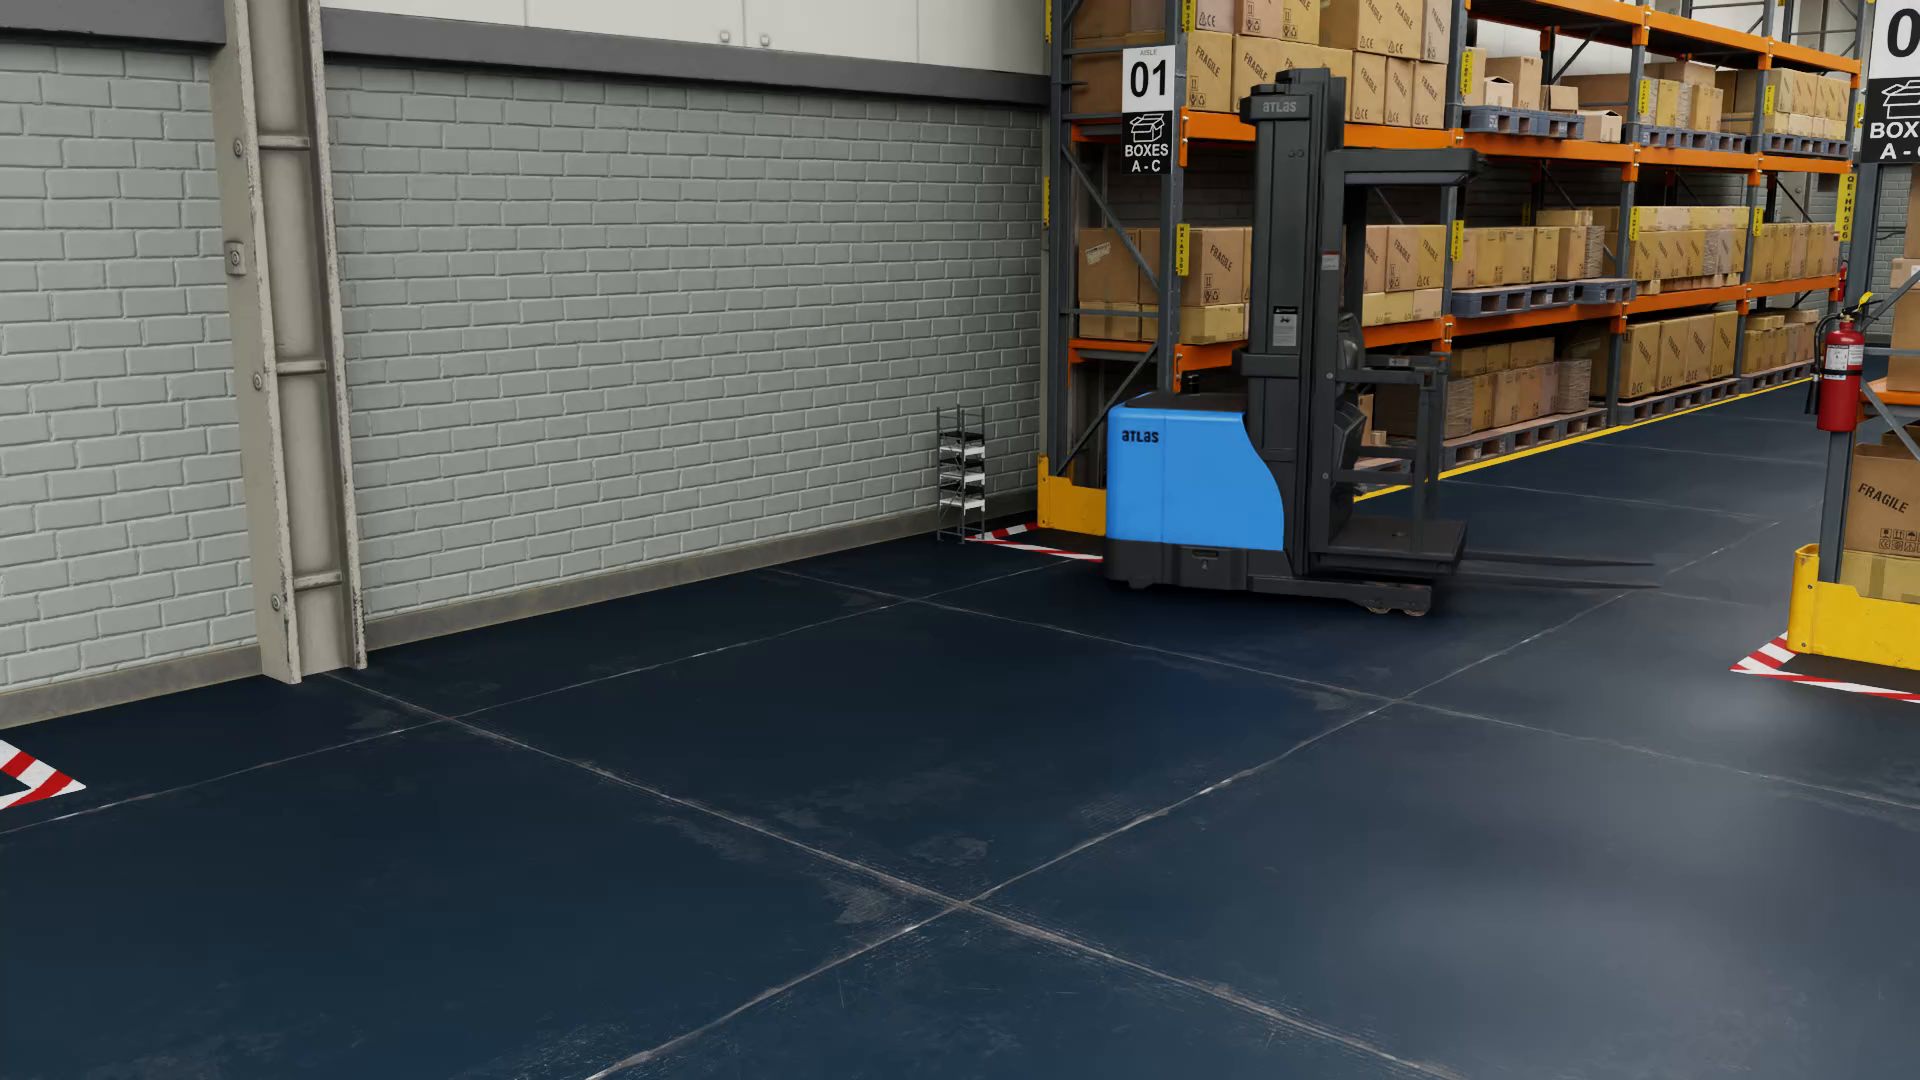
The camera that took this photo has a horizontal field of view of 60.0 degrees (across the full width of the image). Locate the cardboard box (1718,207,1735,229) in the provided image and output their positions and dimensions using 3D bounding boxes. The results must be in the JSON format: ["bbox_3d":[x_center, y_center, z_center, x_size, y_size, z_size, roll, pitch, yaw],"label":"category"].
[{"bbox_3d":[8.478,-3.672,18.956,0.500,0.250,0.500,10,15,42],"label":"cardboard box"}]

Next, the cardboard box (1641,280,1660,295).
[{"bbox_3d":[7.102,-2.656,17.440,0.380,0.149,0.250,10,15,42],"label":"cardboard box"}]

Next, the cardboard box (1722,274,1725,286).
[{"bbox_3d":[8.575,-3.003,19.178,0.380,0.149,0.250,10,15,42],"label":"cardboard box"}]

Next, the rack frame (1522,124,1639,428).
[{"bbox_3d":[6.299,-2.687,17.004,1.000,3.000,0.127,10,15,40],"label":"rack frame"}]

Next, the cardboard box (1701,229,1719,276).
[{"bbox_3d":[8.157,-3.230,18.659,0.500,0.500,0.500,10,15,40],"label":"cardboard box"}]

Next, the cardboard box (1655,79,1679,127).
[{"bbox_3d":[7.261,-4.666,17.875,0.700,0.500,0.500,11,16,43],"label":"cardboard box"}]

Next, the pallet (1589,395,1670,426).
[{"bbox_3d":[6.876,-1.425,17.809,1.003,0.211,1.213,10,15,40],"label":"pallet"}]

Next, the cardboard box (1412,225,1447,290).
[{"bbox_3d":[3.579,-2.293,13.448,0.500,0.500,0.500,10,15,40],"label":"cardboard box"}]

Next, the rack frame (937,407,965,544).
[{"bbox_3d":[-0.062,-0.427,11.054,0.240,0.900,0.006,10,15,40],"label":"rack frame"}]

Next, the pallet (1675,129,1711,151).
[{"bbox_3d":[7.420,-4.331,18.063,1.003,0.211,1.213,11,16,43],"label":"pallet"}]

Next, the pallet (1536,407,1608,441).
[{"bbox_3d":[5.782,-1.204,16.702,1.003,0.211,1.213,10,15,40],"label":"pallet"}]

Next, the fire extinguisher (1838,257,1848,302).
[{"bbox_3d":[12.026,-3.605,22.753,0.296,0.674,0.183,10,15,40],"label":"fire extinguisher"}]

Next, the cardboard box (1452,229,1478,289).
[{"bbox_3d":[4.020,-2.433,14.357,0.700,0.500,0.500,10,15,41],"label":"cardboard box"}]

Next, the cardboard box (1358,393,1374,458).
[{"bbox_3d":[3.003,-0.930,13.469,0.500,0.500,0.500,8,14,36],"label":"cardboard box"}]

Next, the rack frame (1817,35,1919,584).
[{"bbox_3d":[4.741,-0.870,7.907,1.000,3.000,0.127,10,15,40],"label":"rack frame"}]

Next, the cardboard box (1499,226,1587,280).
[{"bbox_3d":[5.647,-2.795,16.169,0.700,0.500,0.500,8,14,35],"label":"cardboard box"}]

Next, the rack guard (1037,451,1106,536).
[{"bbox_3d":[1.068,-0.295,11.412,1.175,0.500,0.348,10,15,40],"label":"rack guard"}]

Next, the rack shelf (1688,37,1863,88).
[{"bbox_3d":[10.259,-5.962,20.945,1.077,0.370,4.000,10,15,40],"label":"rack shelf"}]

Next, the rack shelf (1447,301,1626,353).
[{"bbox_3d":[4.979,-2.040,15.601,1.077,0.370,4.000,10,15,40],"label":"rack shelf"}]

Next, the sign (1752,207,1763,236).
[{"bbox_3d":[9.353,-3.735,19.500,0.100,0.325,0.005,10,15,40],"label":"sign"}]

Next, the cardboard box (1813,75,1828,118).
[{"bbox_3d":[10.625,-5.591,21.026,0.500,0.500,0.500,9,14,38],"label":"cardboard box"}]

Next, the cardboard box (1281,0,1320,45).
[{"bbox_3d":[2.154,-3.699,11.555,0.500,0.500,0.500,10,15,42],"label":"cardboard box"}]

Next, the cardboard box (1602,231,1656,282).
[{"bbox_3d":[6.812,-2.930,17.155,0.500,0.500,0.500,10,15,42],"label":"cardboard box"}]

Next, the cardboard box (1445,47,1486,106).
[{"bbox_3d":[4.079,-3.894,14.063,0.500,0.500,0.500,-9,15,-39],"label":"cardboard box"}]

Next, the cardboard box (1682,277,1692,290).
[{"bbox_3d":[7.873,-2.856,18.445,0.380,0.149,0.250,10,15,42],"label":"cardboard box"}]

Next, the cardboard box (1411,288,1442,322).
[{"bbox_3d":[3.573,-1.925,13.525,0.500,0.250,0.500,10,15,40],"label":"cardboard box"}]

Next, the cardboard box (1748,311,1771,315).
[{"bbox_3d":[10.458,-2.941,21.932,0.380,0.149,0.250,10,15,41],"label":"cardboard box"}]

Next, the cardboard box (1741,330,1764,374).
[{"bbox_3d":[9.510,-2.352,20.638,0.700,0.500,0.500,10,15,41],"label":"cardboard box"}]

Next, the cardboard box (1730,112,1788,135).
[{"bbox_3d":[9.593,-4.995,19.959,0.500,0.250,0.500,10,15,40],"label":"cardboard box"}]

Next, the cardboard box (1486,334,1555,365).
[{"bbox_3d":[5.439,-1.856,16.189,0.500,0.250,0.500,10,15,41],"label":"cardboard box"}]

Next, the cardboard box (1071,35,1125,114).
[{"bbox_3d":[1.103,-3.133,11.276,0.500,0.500,0.500,-11,16,-43],"label":"cardboard box"}]

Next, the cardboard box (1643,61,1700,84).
[{"bbox_3d":[7.907,-5.183,18.550,0.500,0.250,0.500,9,15,39],"label":"cardboard box"}]

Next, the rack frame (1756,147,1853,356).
[{"bbox_3d":[11.580,-3.864,22.897,1.000,3.000,0.127,10,15,40],"label":"rack frame"}]

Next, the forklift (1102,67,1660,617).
[{"bbox_3d":[2.410,-1.134,9.407,3.031,2.935,1.130,4,12,20],"label":"forklift"}]

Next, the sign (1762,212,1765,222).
[{"bbox_3d":[11.167,-4.400,23.168,0.100,0.325,0.005,10,15,40],"label":"sign"}]

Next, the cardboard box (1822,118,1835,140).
[{"bbox_3d":[10.953,-5.297,21.471,0.500,0.250,0.500,9,14,38],"label":"cardboard box"}]

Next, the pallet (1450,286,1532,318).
[{"bbox_3d":[4.272,-2.098,14.545,1.003,0.211,1.213,10,15,40],"label":"pallet"}]

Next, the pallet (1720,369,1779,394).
[{"bbox_3d":[9.500,-2.009,20.733,1.003,0.211,1.213,10,15,40],"label":"pallet"}]

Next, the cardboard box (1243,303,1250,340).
[{"bbox_3d":[1.911,-1.555,11.669,0.500,0.250,0.500,9,15,39],"label":"cardboard box"}]

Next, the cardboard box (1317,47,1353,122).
[{"bbox_3d":[2.485,-3.289,12.056,0.500,0.500,0.500,11,16,44],"label":"cardboard box"}]

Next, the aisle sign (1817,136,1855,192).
[{"bbox_3d":[11.853,-5.110,22.501,0.394,0.787,0.004,10,15,40],"label":"aisle sign"}]

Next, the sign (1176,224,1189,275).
[{"bbox_3d":[1.426,-1.864,10.675,0.100,0.325,0.005,10,15,40],"label":"sign"}]

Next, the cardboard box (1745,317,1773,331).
[{"bbox_3d":[9.873,-2.697,20.709,0.380,0.149,0.250,10,15,42],"label":"cardboard box"}]

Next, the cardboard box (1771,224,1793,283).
[{"bbox_3d":[9.796,-3.607,20.844,0.980,0.700,0.700,9,15,39],"label":"cardboard box"}]

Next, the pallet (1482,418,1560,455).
[{"bbox_3d":[4.976,-1.026,15.808,1.003,0.211,1.213,10,15,40],"label":"pallet"}]

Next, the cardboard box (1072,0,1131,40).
[{"bbox_3d":[1.106,-3.627,11.194,0.500,0.500,0.500,11,15,43],"label":"cardboard box"}]

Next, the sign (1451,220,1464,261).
[{"bbox_3d":[4.071,-2.454,13.627,0.100,0.325,0.005,10,15,40],"label":"sign"}]

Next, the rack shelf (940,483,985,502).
[{"bbox_3d":[0.005,-0.322,11.153,0.258,0.077,0.200,10,15,40],"label":"rack shelf"}]

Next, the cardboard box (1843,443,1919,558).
[{"bbox_3d":[4.872,-0.212,8.649,0.500,0.500,0.500,10,15,40],"label":"cardboard box"}]

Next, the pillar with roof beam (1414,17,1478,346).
[{"bbox_3d":[8.025,-4.992,13.232,9.100,9.000,0.400,10,15,40],"label":"pillar with roof beam"}]

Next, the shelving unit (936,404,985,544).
[{"bbox_3d":[0.005,-0.442,11.129,0.258,0.900,0.210,10,15,40],"label":"shelving unit"}]

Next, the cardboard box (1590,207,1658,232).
[{"bbox_3d":[6.811,-3.297,17.078,0.500,0.250,0.500,10,15,42],"label":"cardboard box"}]

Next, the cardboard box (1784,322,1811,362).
[{"bbox_3d":[10.862,-2.654,22.151,0.700,0.500,0.500,10,15,40],"label":"cardboard box"}]

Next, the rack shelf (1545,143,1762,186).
[{"bbox_3d":[7.619,-4.099,18.254,1.077,0.370,4.000,10,15,40],"label":"rack shelf"}]

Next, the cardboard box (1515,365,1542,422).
[{"bbox_3d":[5.129,-1.426,15.953,0.700,0.500,0.500,10,15,40],"label":"cardboard box"}]

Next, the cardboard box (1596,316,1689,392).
[{"bbox_3d":[7.466,-2.058,18.271,0.750,0.750,0.750,10,15,40],"label":"cardboard box"}]
